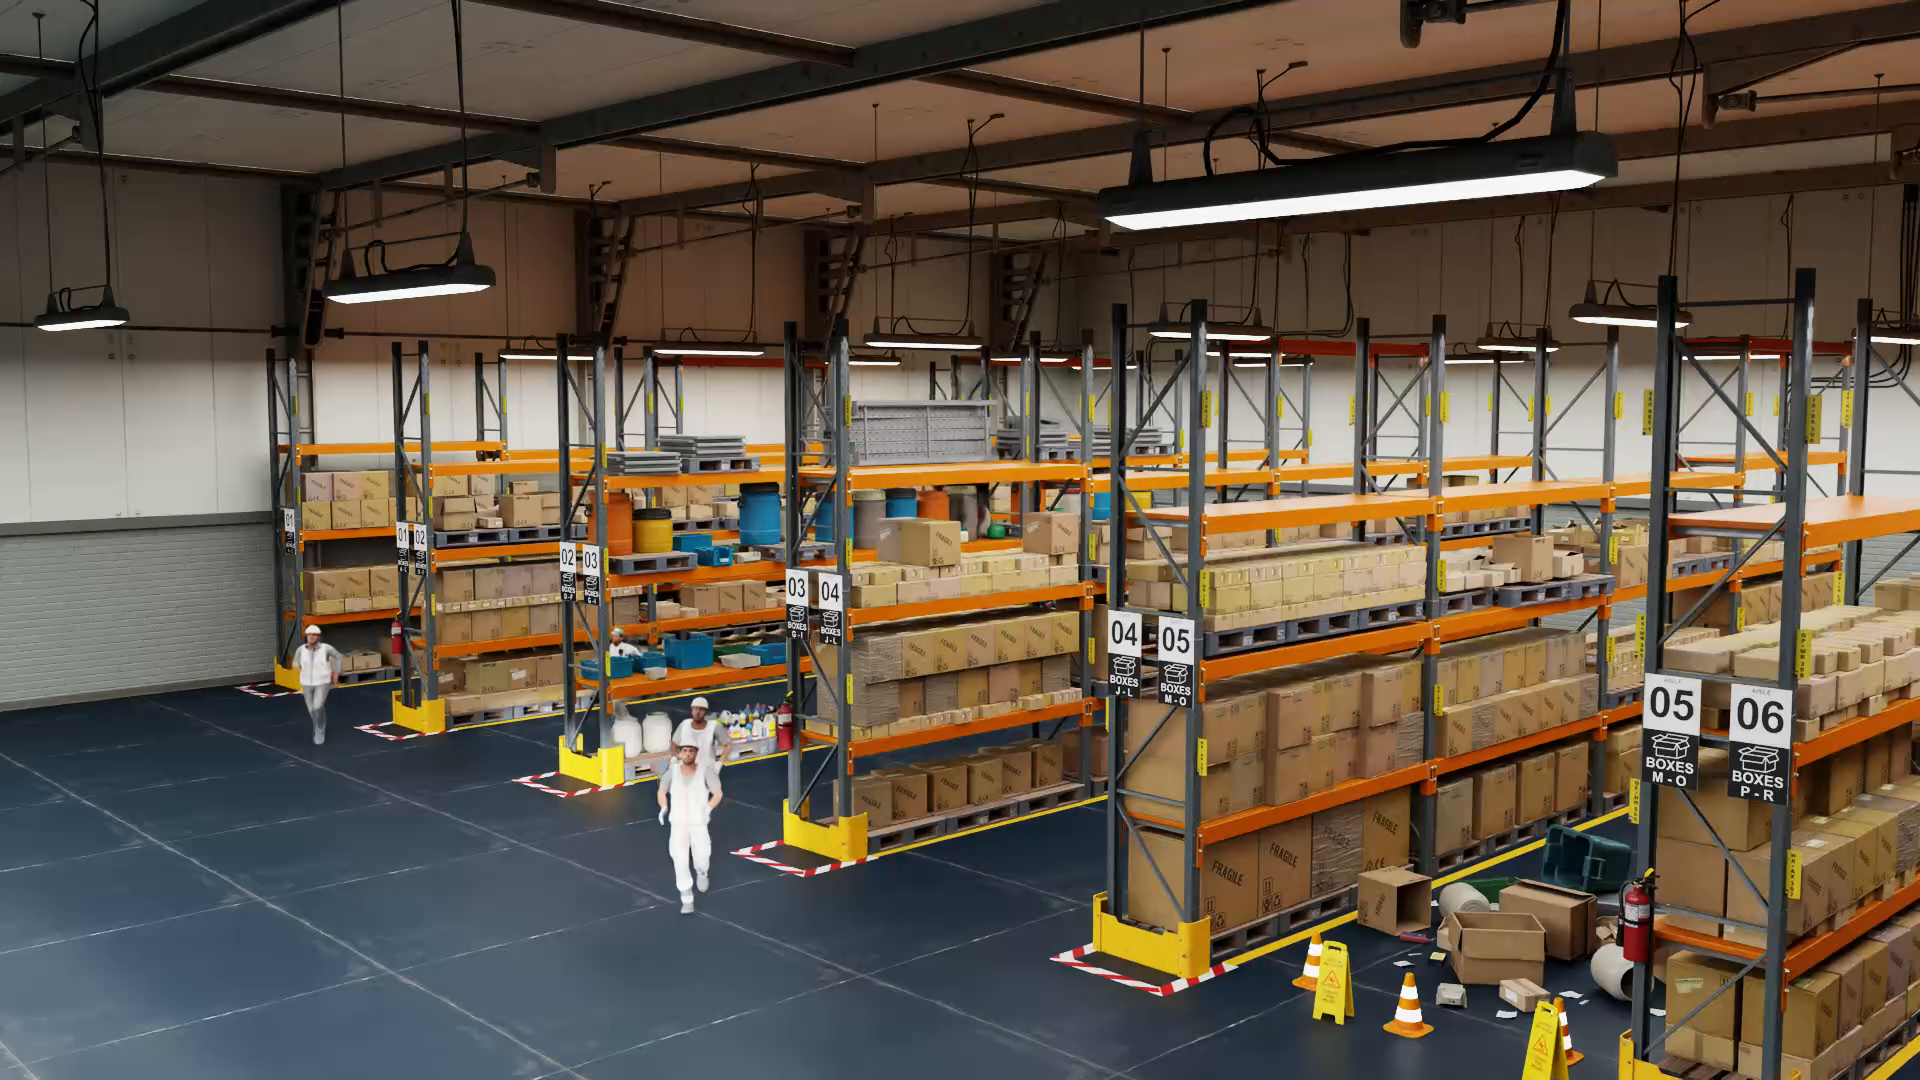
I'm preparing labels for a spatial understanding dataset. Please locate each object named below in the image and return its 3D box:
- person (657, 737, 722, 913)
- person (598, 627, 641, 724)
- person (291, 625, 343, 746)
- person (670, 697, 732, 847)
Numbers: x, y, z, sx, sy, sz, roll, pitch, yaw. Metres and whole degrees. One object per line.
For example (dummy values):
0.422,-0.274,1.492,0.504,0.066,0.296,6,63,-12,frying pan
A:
-2.735,2.847,16.776,0.647,1.739,0.687,0,5,-3,person
-5.150,2.176,25.068,0.584,1.725,0.701,4,6,36,person
-9.608,2.149,24.815,0.680,1.785,0.775,0,5,-2,person
-3.004,2.663,18.966,0.695,1.742,0.547,1,5,14,person
